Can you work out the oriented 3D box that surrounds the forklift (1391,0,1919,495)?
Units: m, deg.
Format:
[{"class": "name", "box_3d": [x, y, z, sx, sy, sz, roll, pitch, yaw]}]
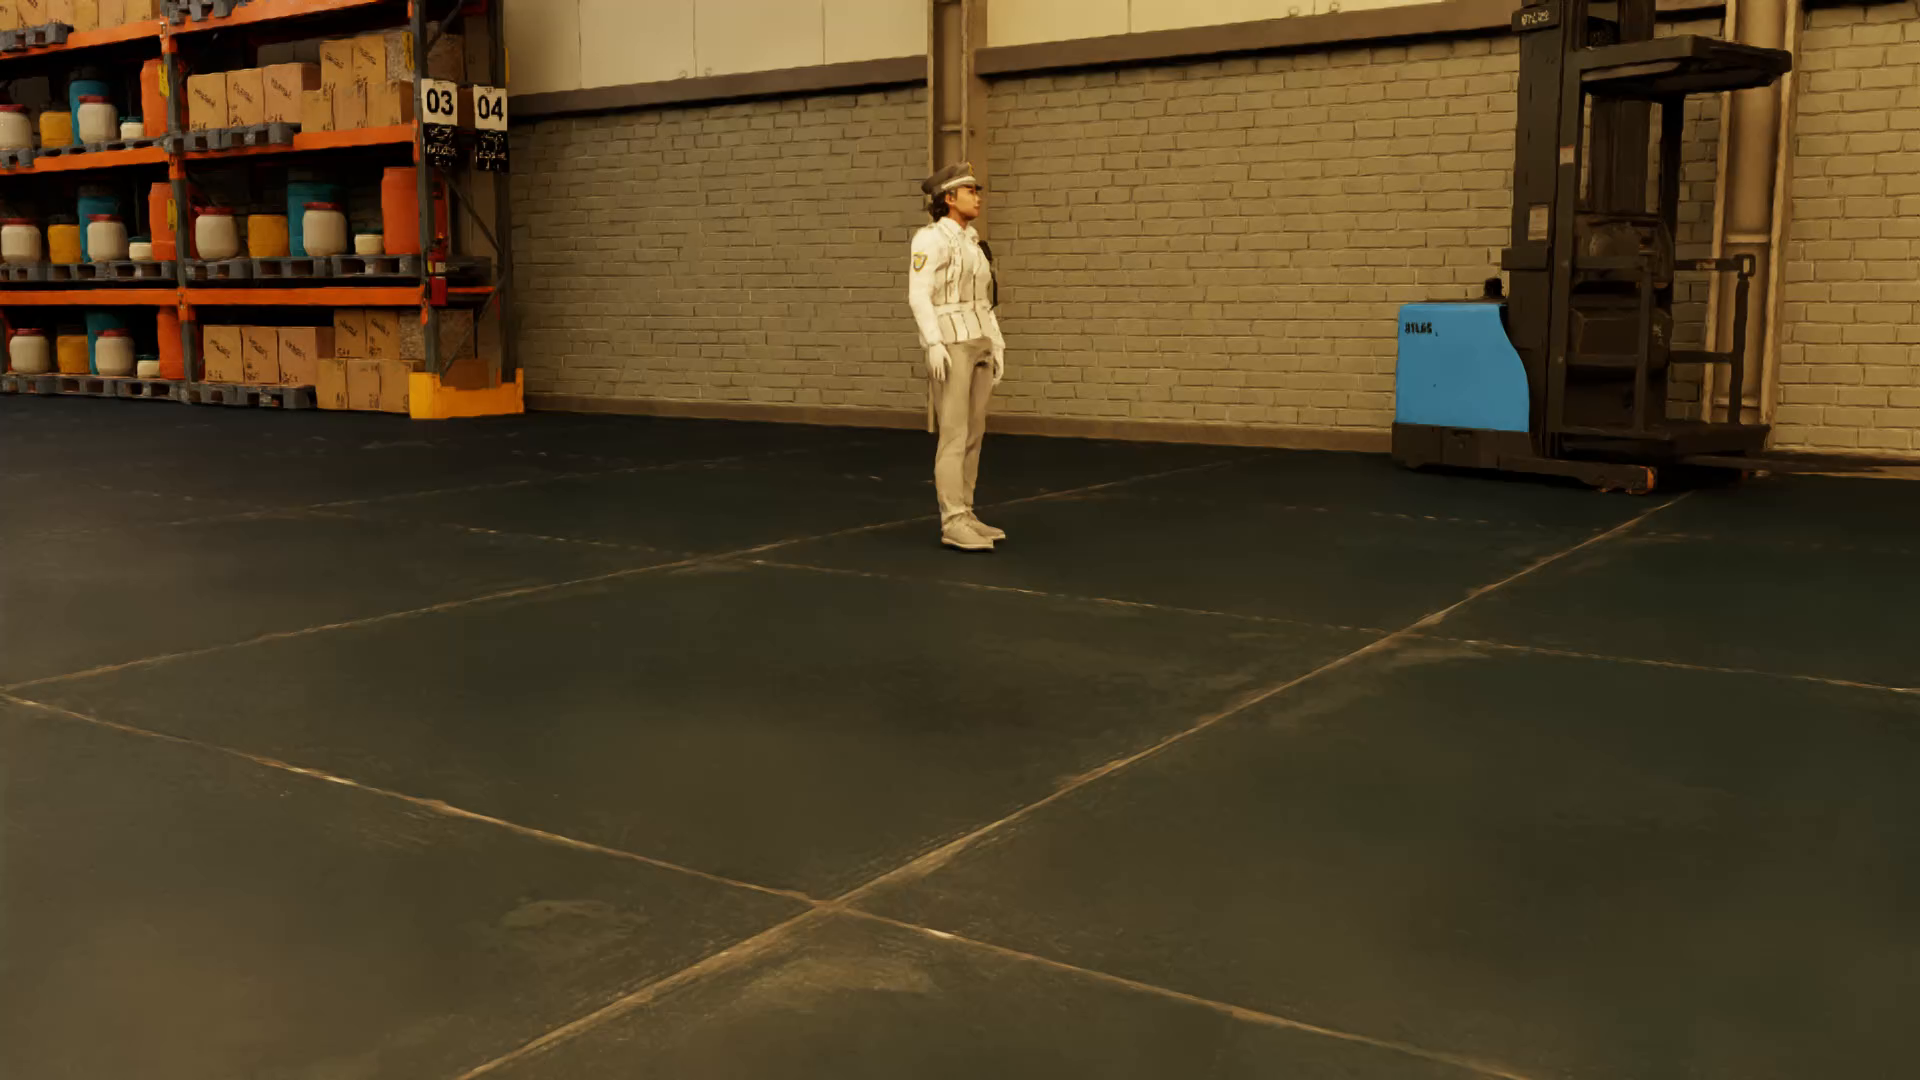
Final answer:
[{"class": "forklift", "box_3d": [4.071, -1.780, 9.713, 1.130, 2.935, 3.031, -6, 10, -36]}]

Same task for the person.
[{"class": "person", "box_3d": [0.052, -0.840, 7.440, 0.533, 1.695, 0.586, 5, 10, 34]}]
